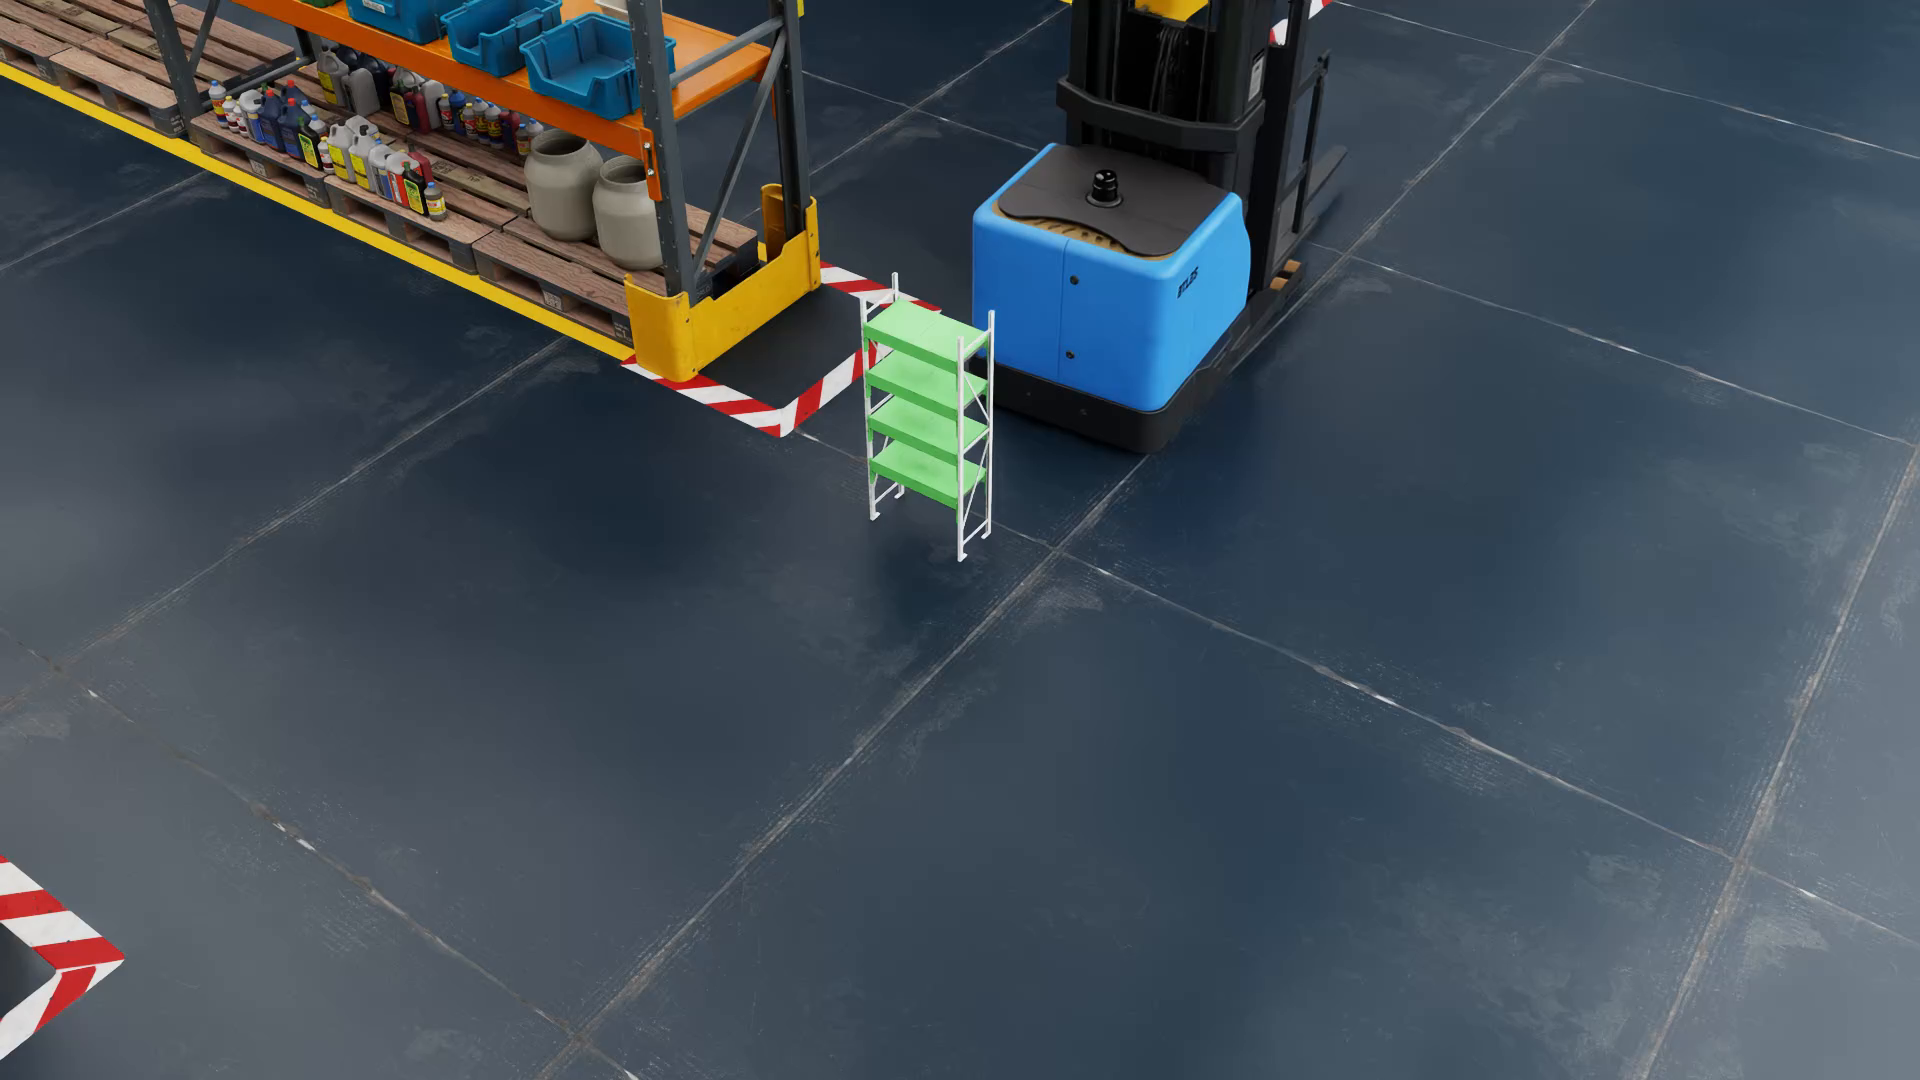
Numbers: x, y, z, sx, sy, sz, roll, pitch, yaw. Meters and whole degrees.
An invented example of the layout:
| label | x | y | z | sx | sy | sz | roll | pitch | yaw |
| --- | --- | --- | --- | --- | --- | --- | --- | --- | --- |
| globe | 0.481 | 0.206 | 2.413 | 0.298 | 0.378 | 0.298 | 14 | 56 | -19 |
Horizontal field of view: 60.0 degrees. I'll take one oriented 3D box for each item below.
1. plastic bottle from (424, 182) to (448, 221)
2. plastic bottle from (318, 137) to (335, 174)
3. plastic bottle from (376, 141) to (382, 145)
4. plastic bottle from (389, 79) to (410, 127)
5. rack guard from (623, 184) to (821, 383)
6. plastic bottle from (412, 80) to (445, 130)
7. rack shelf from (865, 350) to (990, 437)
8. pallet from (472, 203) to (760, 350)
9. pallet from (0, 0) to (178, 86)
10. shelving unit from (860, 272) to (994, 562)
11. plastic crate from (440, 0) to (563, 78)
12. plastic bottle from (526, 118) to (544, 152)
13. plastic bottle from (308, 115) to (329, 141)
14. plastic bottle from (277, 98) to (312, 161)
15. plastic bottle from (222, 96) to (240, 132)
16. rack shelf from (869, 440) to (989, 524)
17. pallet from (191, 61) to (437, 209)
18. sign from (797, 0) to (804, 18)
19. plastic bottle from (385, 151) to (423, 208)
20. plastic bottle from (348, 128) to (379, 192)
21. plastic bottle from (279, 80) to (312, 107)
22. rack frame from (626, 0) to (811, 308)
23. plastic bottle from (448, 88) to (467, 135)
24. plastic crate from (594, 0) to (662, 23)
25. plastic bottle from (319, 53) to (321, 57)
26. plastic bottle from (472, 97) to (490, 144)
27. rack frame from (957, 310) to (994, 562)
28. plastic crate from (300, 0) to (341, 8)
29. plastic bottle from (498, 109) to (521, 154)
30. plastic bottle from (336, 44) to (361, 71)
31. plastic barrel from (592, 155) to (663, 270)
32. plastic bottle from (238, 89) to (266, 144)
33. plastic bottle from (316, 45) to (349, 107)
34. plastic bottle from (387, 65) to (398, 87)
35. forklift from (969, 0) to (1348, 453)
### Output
| label | x | y | z | sx | sy | sz | roll | pitch | yaw |
| --- | --- | --- | --- | --- | --- | --- | --- | --- | --- |
| plastic bottle | -2.873 | -1.860 | 9.096 | 0.097 | 0.201 | 0.097 | 0 | 42 | 0 |
| plastic bottle | -3.597 | -2.199 | 9.475 | 0.097 | 0.201 | 0.097 | 0 | 42 | 0 |
| plastic bottle | -3.281 | -2.169 | 9.441 | 0.097 | 0.201 | 0.097 | 0 | 42 | 0 |
| plastic bottle | -3.316 | -2.606 | 9.869 | 0.133 | 0.283 | 0.061 | 25 | 48 | 25 |
| rack guard | -1.207 | -1.347 | 8.629 | 0.348 | 0.500 | 1.175 | 25 | 48 | 25 |
| plastic bottle | -3.147 | -2.605 | 9.873 | 0.135 | 0.276 | 0.152 | 26 | 48 | 26 |
| rack shelf | -0.136 | -0.642 | 7.052 | 0.480 | 0.148 | 0.258 | 25 | 48 | 25 |
| pallet | -1.869 | -1.553 | 9.076 | 1.213 | 0.211 | 1.003 | 25 | 48 | 25 |
| pallet | -6.060 | -3.514 | 11.267 | 1.213 | 0.211 | 1.003 | 25 | 48 | 25 |
| shelving unit | -0.136 | -0.511 | 7.169 | 0.503 | 1.200 | 0.258 | 25 | 48 | 25 |
| plastic crate | -2.227 | -2.500 | 8.154 | 0.408 | 0.251 | 0.499 | 25 | 48 | 25 |
| plastic bottle | -2.423 | -2.287 | 9.521 | 0.097 | 0.271 | 0.097 | 0 | 42 | 0 |
| plastic bottle | -3.673 | -2.310 | 9.547 | 0.097 | 0.271 | 0.097 | 0 | 42 | 0 |
| plastic bottle | -3.815 | -2.376 | 9.560 | 0.185 | 0.351 | 0.144 | 23 | 47 | 24 |
| plastic bottle | -4.300 | -2.528 | 9.842 | 0.097 | 0.201 | 0.097 | 0 | 42 | 0 |
| rack shelf | -0.136 | -0.284 | 7.372 | 0.480 | 0.148 | 0.258 | 25 | 48 | 25 |
| pallet | -3.866 | -2.488 | 10.120 | 1.213 | 0.211 | 1.003 | 25 | 48 | 25 |
| sign | -0.798 | -2.677 | 8.033 | 0.005 | 0.325 | 0.100 | 25 | 48 | 25 |
| plastic bottle | -3.063 | -1.999 | 9.196 | 0.135 | 0.276 | 0.152 | 25 | 48 | 26 |
| plastic bottle | -3.315 | -2.142 | 9.299 | 0.185 | 0.351 | 0.144 | 27 | 48 | 27 |
| plastic bottle | -3.887 | -2.527 | 9.729 | 0.185 | 0.351 | 0.144 | 25 | 48 | 25 |
| rack frame | -1.117 | -2.275 | 7.792 | 0.127 | 3.000 | 1.000 | 25 | 48 | 25 |
| plastic bottle | -2.951 | -2.534 | 9.797 | 0.097 | 0.271 | 0.097 | 0 | 42 | 0 |
| plastic crate | -1.665 | -2.695 | 8.459 | 0.250 | 0.136 | 0.298 | 25 | 48 | 25 |
| plastic bottle | -3.916 | -2.959 | 10.324 | 0.097 | 0.201 | 0.097 | 0 | 42 | 0 |
| plastic bottle | -2.785 | -2.456 | 9.710 | 0.097 | 0.271 | 0.097 | 0 | 42 | 0 |
| rack frame | 0.064 | -0.417 | 7.065 | 0.015 | 1.200 | 0.240 | 25 | 48 | 25 |
| plastic crate | -3.443 | -3.054 | 8.821 | 0.662 | 0.188 | 0.450 | 25 | 48 | 25 |
| plastic bottle | -2.598 | -2.388 | 9.625 | 0.133 | 0.283 | 0.061 | 26 | 48 | 26 |
| plastic bottle | -3.699 | -2.894 | 10.140 | 0.185 | 0.351 | 0.144 | 24 | 47 | 24 |
| plastic barrel | -1.700 | -1.715 | 8.716 | 0.421 | 0.512 | 0.421 | 0 | 42 | 0 |
| plastic bottle | -4.103 | -2.486 | 9.739 | 0.135 | 0.276 | 0.152 | 27 | 48 | 27 |
| plastic bottle | -3.782 | -2.816 | 10.052 | 0.185 | 0.351 | 0.144 | 25 | 48 | 25 |
| plastic bottle | -3.385 | -2.756 | 10.036 | 0.133 | 0.283 | 0.061 | 28 | 49 | 28 |
| forklift | 1.220 | -2.468 | 8.059 | 1.130 | 2.935 | 3.031 | 21 | 46 | 22 |
